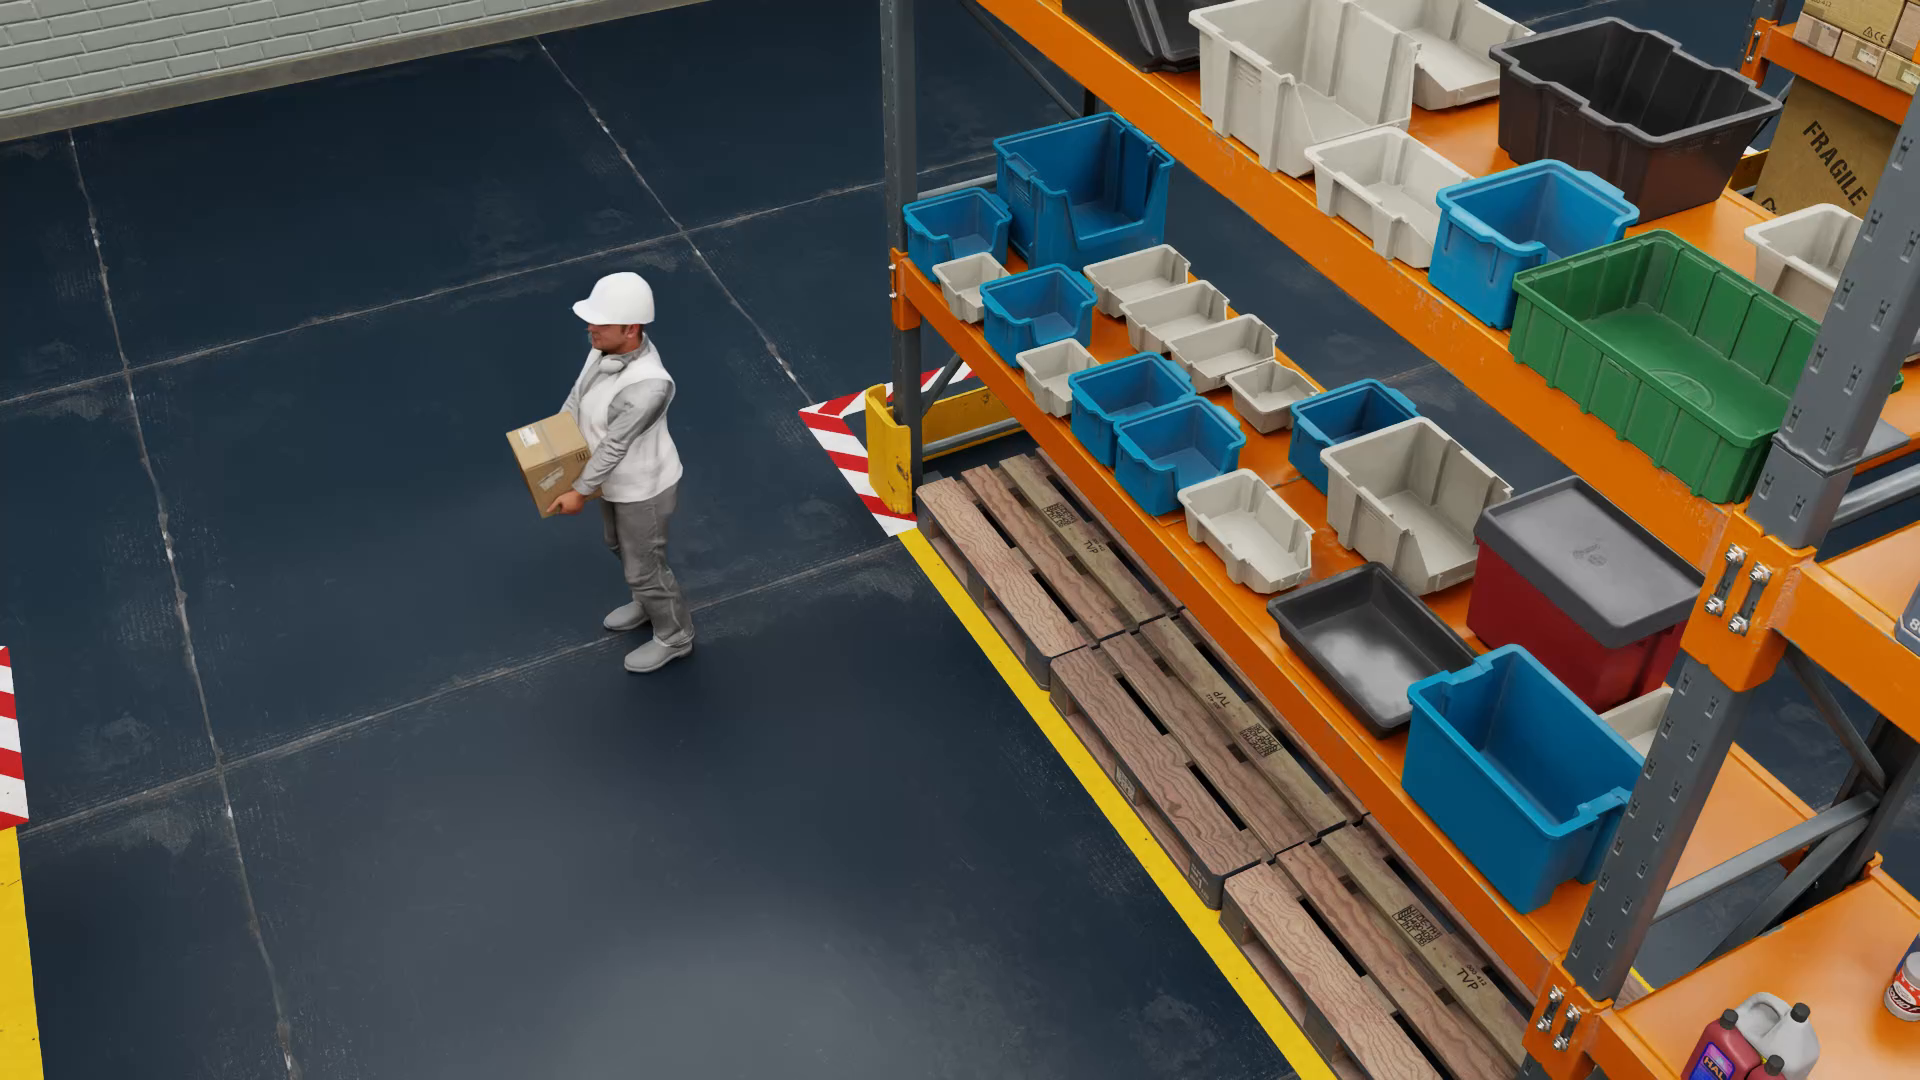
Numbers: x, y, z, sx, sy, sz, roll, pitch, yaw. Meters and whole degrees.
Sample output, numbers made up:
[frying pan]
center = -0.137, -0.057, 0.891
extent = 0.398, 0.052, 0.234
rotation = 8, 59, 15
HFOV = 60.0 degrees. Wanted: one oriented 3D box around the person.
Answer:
[person]
center = -1.349, -0.225, 6.408
extent = 0.548, 1.764, 0.494
rotation = -18, 44, -20
